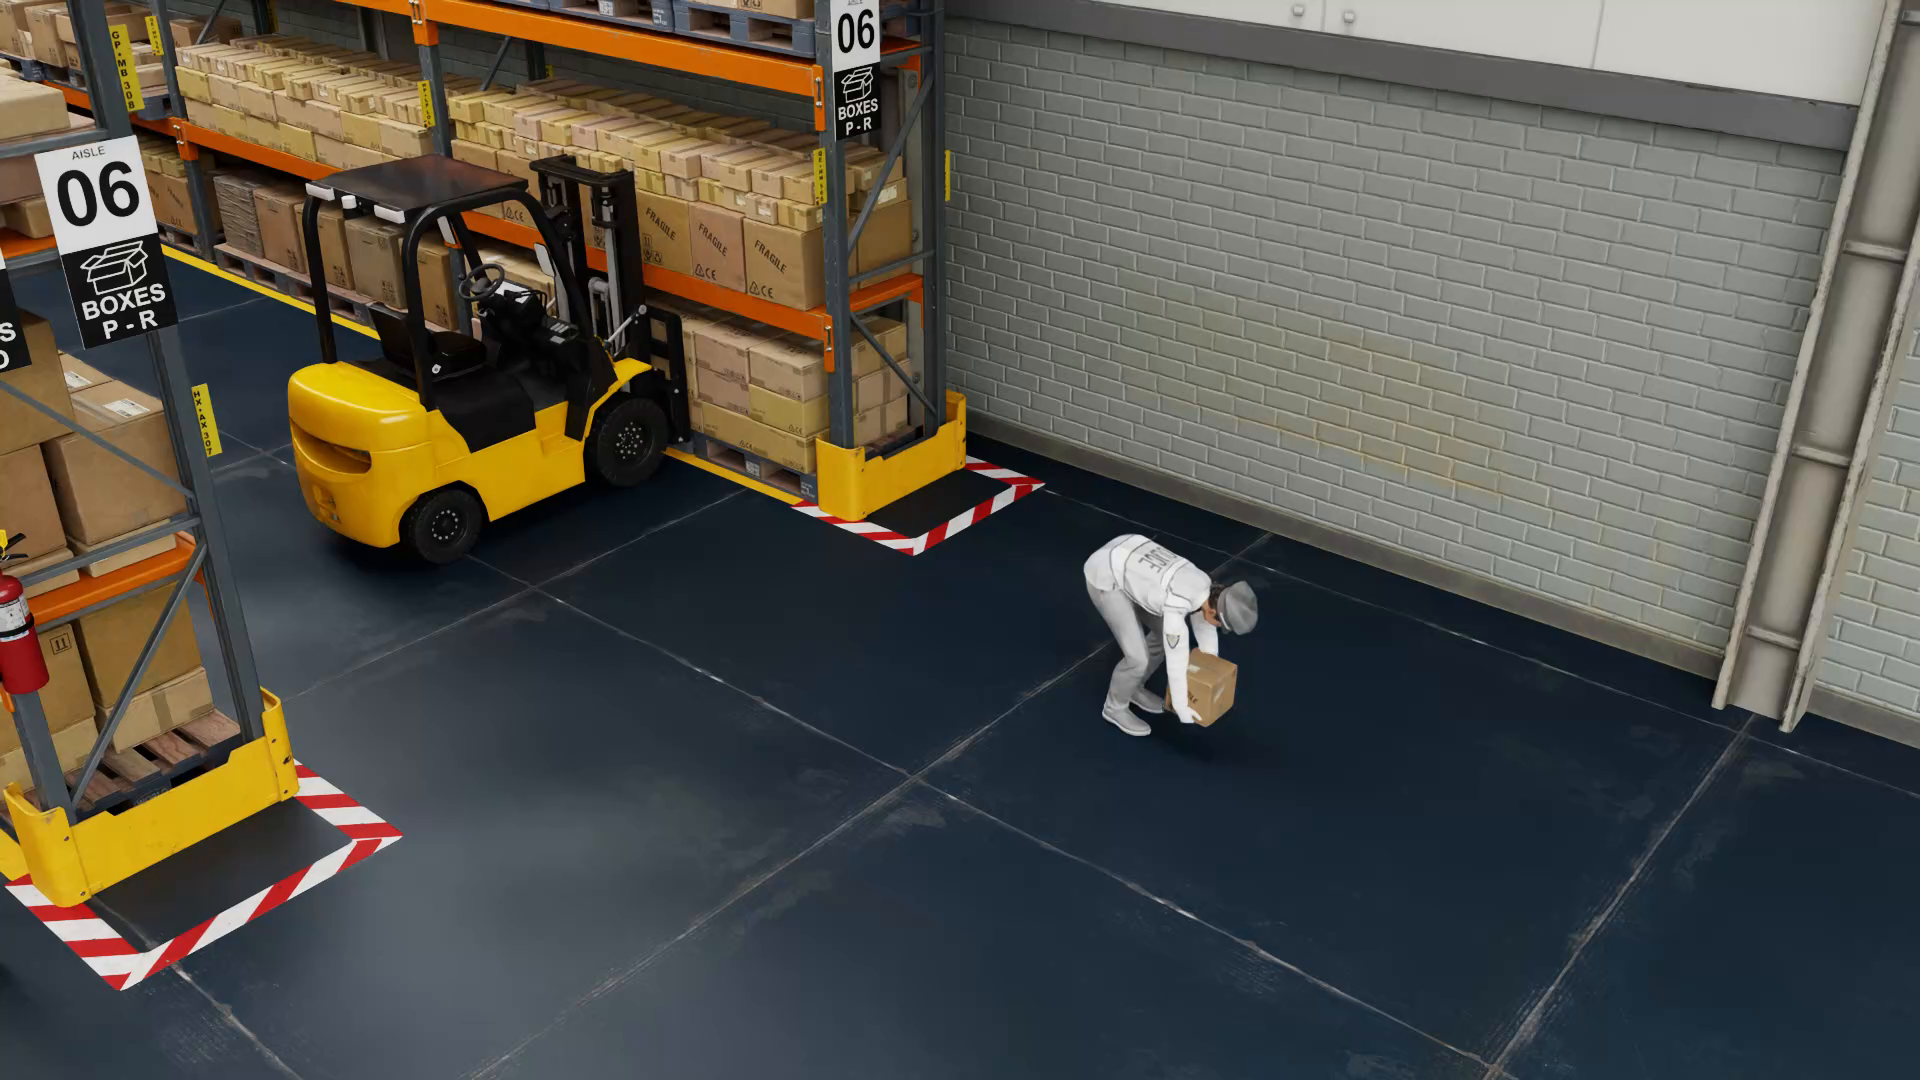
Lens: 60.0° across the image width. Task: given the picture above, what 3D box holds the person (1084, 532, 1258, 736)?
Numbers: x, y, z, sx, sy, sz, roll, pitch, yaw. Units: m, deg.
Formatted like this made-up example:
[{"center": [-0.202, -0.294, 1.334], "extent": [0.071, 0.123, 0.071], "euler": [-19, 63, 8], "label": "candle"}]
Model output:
[{"center": [1.043, 0.517, 8.342], "extent": [0.917, 1.005, 0.426], "euler": [19, 33, 32], "label": "person"}]
